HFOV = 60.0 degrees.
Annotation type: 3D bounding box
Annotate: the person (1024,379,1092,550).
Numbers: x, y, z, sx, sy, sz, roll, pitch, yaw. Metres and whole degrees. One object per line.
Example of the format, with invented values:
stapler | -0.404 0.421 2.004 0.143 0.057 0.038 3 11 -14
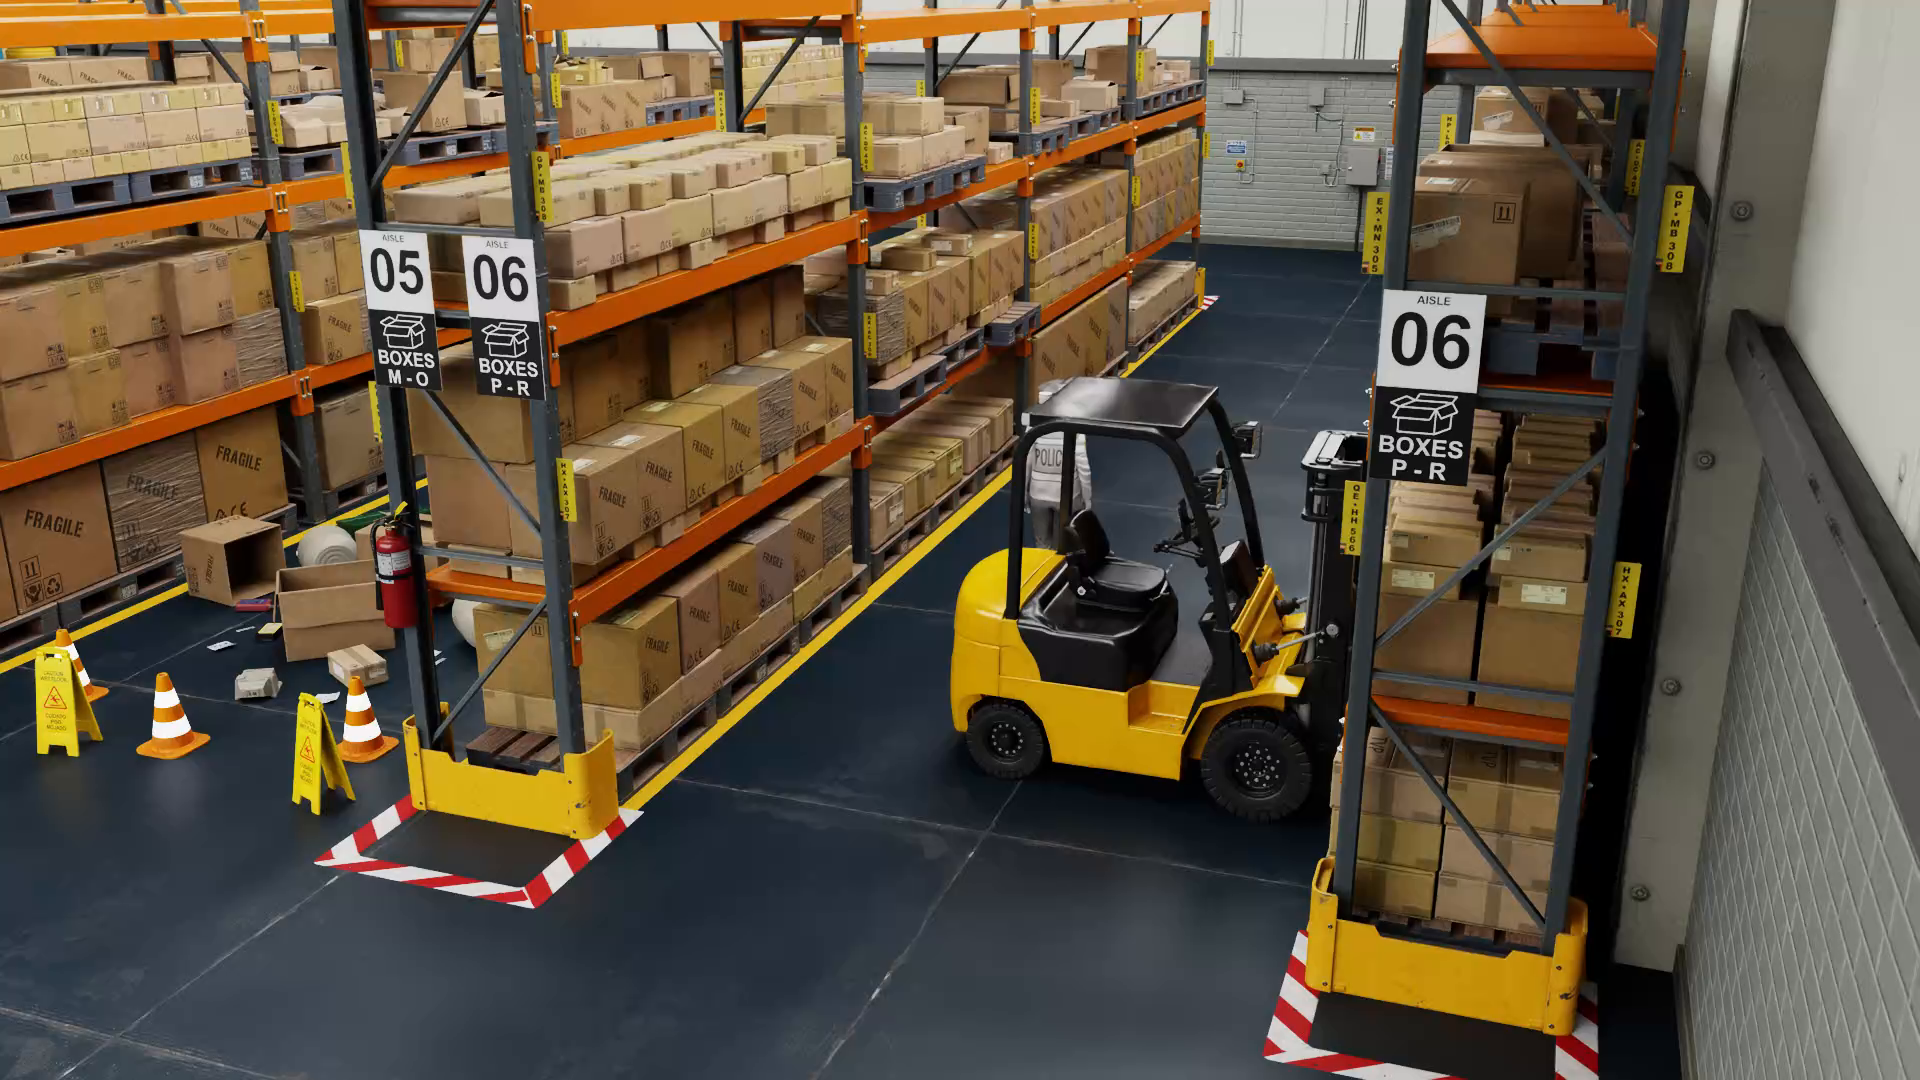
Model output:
person | 0.699 -0.312 11.976 0.527 1.662 0.415 5 19 15
